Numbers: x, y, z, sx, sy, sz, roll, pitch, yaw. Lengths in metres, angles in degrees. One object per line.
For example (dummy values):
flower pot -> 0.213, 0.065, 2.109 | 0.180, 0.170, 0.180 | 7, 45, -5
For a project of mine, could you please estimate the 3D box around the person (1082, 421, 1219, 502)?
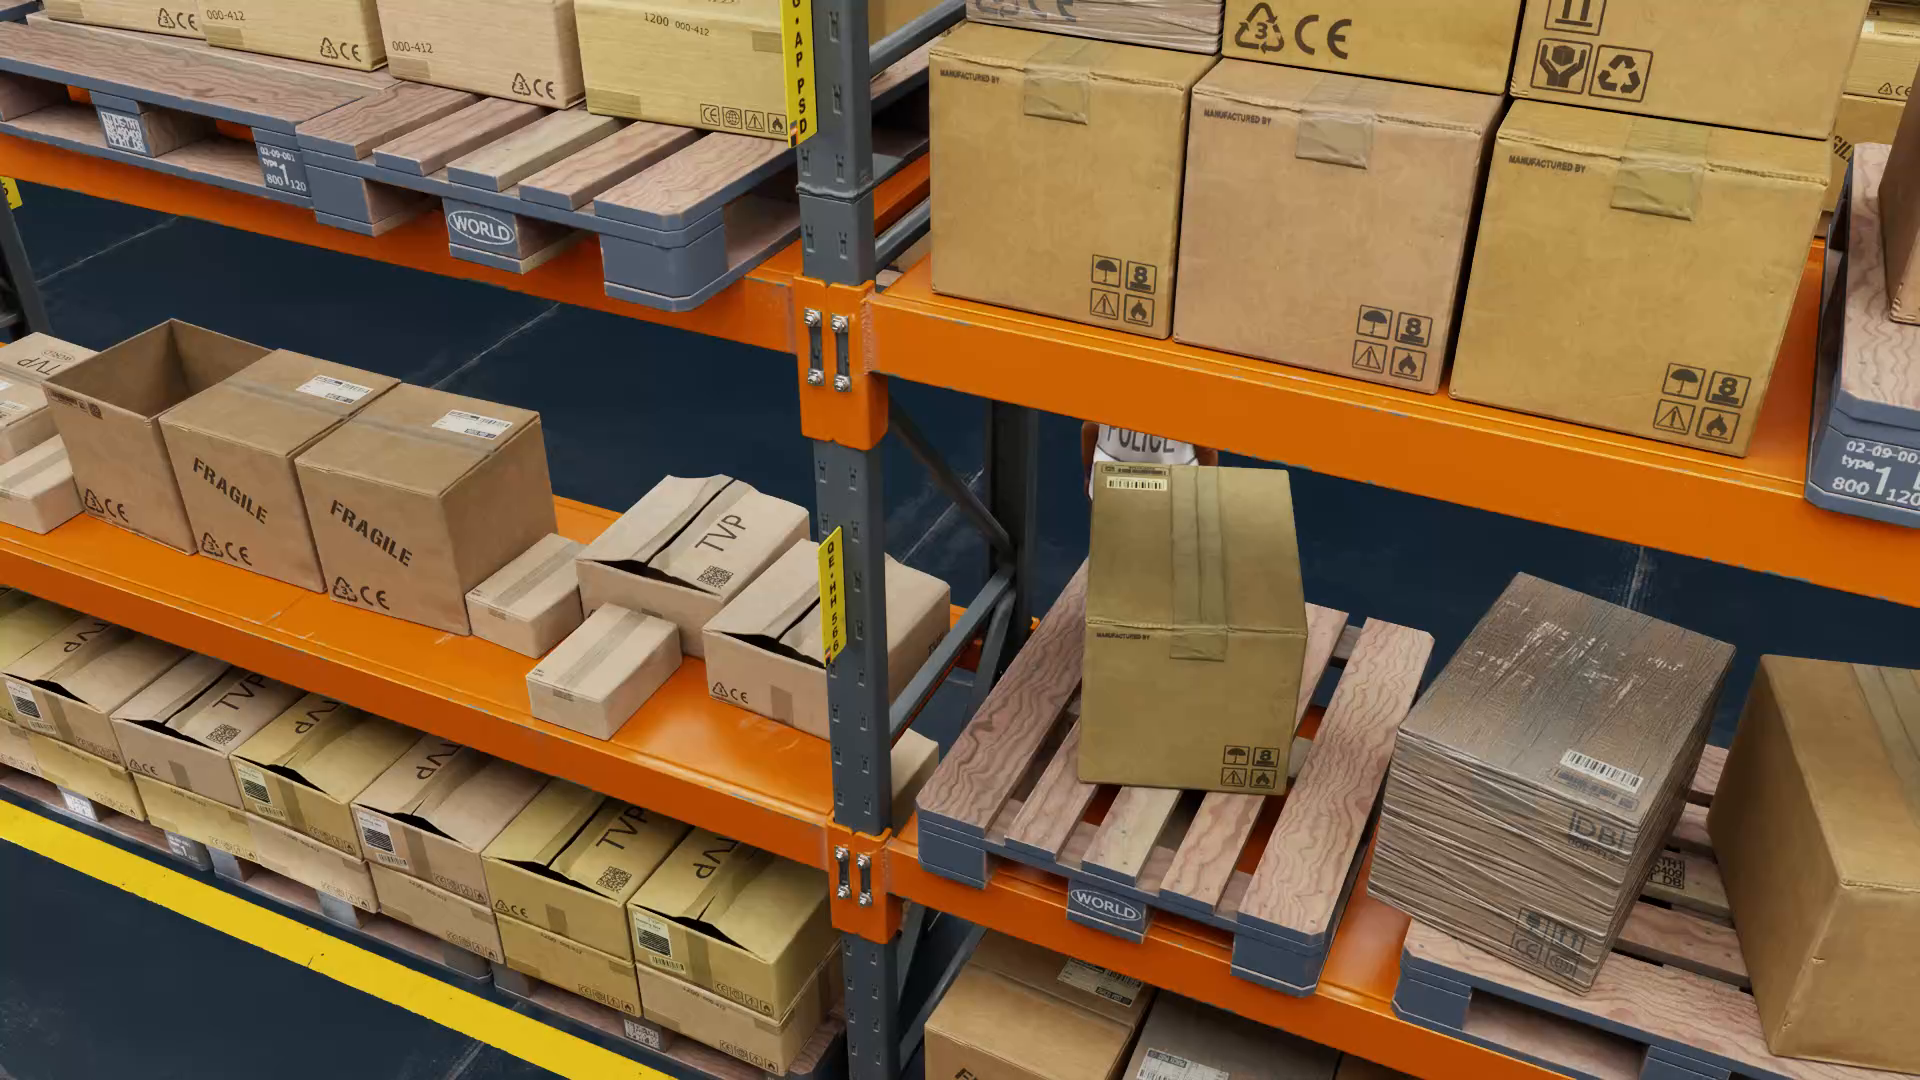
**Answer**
person -> 0.746, -0.196, 6.426 | 0.560, 1.667, 0.465 | 13, 36, 19
